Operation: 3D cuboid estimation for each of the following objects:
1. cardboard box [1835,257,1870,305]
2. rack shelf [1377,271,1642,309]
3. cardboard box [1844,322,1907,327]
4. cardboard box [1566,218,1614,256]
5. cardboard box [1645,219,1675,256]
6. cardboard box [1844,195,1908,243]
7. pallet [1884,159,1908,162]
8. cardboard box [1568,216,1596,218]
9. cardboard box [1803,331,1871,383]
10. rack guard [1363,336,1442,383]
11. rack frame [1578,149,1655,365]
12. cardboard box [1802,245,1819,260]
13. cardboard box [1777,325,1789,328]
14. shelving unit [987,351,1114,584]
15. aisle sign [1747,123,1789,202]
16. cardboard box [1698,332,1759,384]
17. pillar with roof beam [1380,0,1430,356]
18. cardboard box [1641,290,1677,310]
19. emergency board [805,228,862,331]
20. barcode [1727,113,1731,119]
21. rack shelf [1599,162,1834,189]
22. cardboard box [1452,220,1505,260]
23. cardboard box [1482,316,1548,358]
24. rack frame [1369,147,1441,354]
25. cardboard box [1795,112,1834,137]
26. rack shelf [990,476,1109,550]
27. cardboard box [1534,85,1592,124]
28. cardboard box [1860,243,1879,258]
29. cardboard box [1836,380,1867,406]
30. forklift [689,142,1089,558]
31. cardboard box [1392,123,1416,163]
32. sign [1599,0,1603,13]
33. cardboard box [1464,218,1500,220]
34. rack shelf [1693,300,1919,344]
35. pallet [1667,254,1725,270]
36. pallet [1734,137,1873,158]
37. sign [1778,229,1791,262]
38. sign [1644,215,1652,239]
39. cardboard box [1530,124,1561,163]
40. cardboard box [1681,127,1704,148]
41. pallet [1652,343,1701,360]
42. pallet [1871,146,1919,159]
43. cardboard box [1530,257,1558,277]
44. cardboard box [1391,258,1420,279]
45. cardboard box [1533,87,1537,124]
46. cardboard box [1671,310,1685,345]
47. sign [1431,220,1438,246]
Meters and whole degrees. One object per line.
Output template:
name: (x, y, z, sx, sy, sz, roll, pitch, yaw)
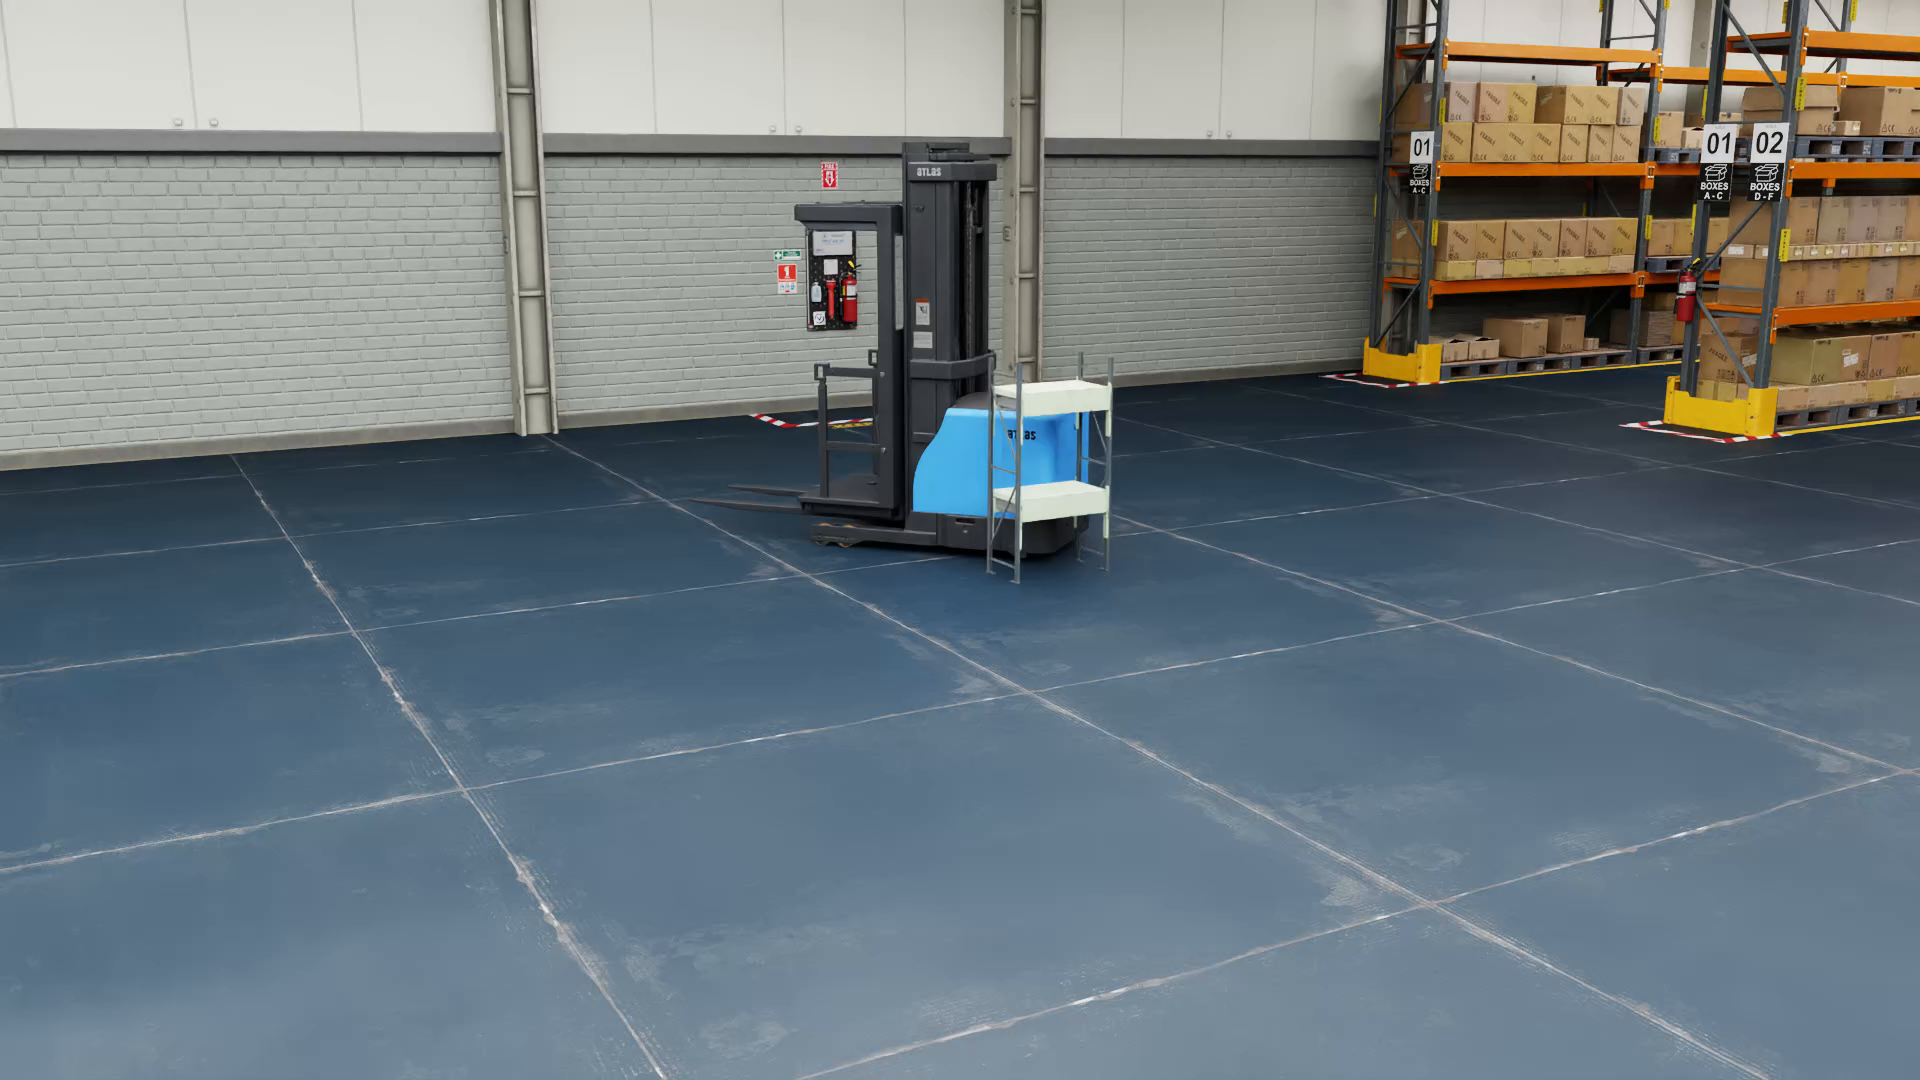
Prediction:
cardboard box: (9.519, -2.876, 18.331, 0.500, 0.500, 0.700, -7, 14, -27)
rack shelf: (7.584, -3.487, 22.912, 4.000, 0.370, 1.077, -7, 14, -28)
cardboard box: (10.724, -2.281, 19.512, 0.500, 0.500, 0.500, -7, 14, -28)
cardboard box: (8.637, -4.188, 22.975, 0.500, 0.500, 0.500, -7, 14, -28)
cardboard box: (9.803, -4.359, 23.917, 0.500, 0.500, 0.700, -7, 14, -28)
cardboard box: (10.008, -3.570, 18.457, 0.500, 0.500, 0.700, -7, 14, -28)
pallet: (15.580, -6.154, 26.728, 1.217, 0.209, 0.805, -8, 15, -30)
cardboard box: (8.827, -4.342, 23.659, 0.500, 0.500, 0.500, -7, 15, -29)
cardboard box: (9.653, -2.025, 18.371, 0.500, 0.500, 0.500, -7, 14, -28)
rack guard: (5.895, -2.416, 22.208, 0.348, 0.500, 1.175, -7, 14, -28)
rack frame: (9.340, -4.049, 23.767, 0.127, 3.000, 1.000, -7, 14, -28)
cardboard box: (8.884, -3.067, 17.700, 0.250, 0.149, 0.380, -7, 15, -29)
cardboard box: (12.244, -3.379, 25.482, 0.500, 0.500, 0.700, -7, 14, -27)
shelving unit: (0.617, -0.511, 11.459, 0.755, 1.500, 0.431, -7, 15, -29)
aisle sign: (8.295, -3.876, 17.079, 0.004, 0.787, 0.394, -7, 14, -28)
cardboard box: (8.534, -2.017, 18.336, 0.500, 0.500, 0.500, -7, 14, -28)
pillar with roof beam: (8.091, -5.965, 18.620, 0.400, 9.000, 9.100, -7, 14, -28)
cardboard box: (10.363, -3.537, 24.478, 0.500, 0.250, 0.500, -7, 15, -29)
emergency board: (-1.425, -2.984, 19.038, 0.643, 1.169, 0.194, -7, 14, -28)
barcode: (8.239, -4.545, 17.819, 0.075, 0.075, 0.001, -7, 14, -28)
rack shelf: (11.095, -5.372, 24.452, 4.000, 0.370, 1.077, -7, 14, -28)
cardboard box: (6.830, -3.973, 22.018, 0.500, 0.500, 0.500, -7, 14, -28)
cardboard box: (7.647, -2.806, 22.937, 0.500, 0.500, 0.700, -8, 15, -31)
rack frame: (5.829, -3.628, 21.898, 0.127, 3.000, 1.000, -7, 14, -28)
cardboard box: (9.090, -4.509, 18.047, 0.500, 0.250, 0.500, -7, 14, -28)
rack shelf: (0.617, -0.193, 11.532, 0.720, 0.370, 0.431, -7, 15, -29)
cardboard box: (8.100, -5.837, 22.331, 0.500, 0.500, 0.500, -7, 15, -30)
cardboard box: (9.783, -3.175, 18.178, 0.250, 0.149, 0.380, -7, 14, -29)
cardboard box: (9.659, -1.656, 18.444, 0.500, 0.250, 0.500, -7, 14, -28)
forklift: (-0.587, -1.478, 12.502, 3.031, 2.935, 1.130, 5, 14, 20)
cardboard box: (6.074, -5.243, 21.967, 0.500, 0.500, 0.500, -6, 14, -24)
sign: (9.069, -7.615, 23.461, 0.005, 0.325, 0.100, -7, 14, -28)
cardboard box: (7.039, -4.127, 22.704, 0.500, 0.500, 0.500, -7, 15, -29)
rack shelf: (9.961, -2.533, 18.671, 4.000, 0.370, 1.077, -7, 14, -28)
pallet: (11.133, -4.160, 24.698, 1.213, 0.211, 1.003, -7, 14, -28)
pallet: (8.838, -4.163, 17.646, 1.213, 0.211, 1.003, -7, 14, -28)
sign: (8.466, -3.027, 17.076, 0.005, 0.325, 0.100, -7, 14, -28)
sign: (9.606, -4.367, 23.211, 0.005, 0.325, 0.100, -7, 14, -28)
cardboard box: (7.644, -5.302, 22.233, 0.500, 0.500, 0.500, -6, 14, -24)
cardboard box: (10.398, -5.780, 23.877, 0.500, 0.311, 0.500, -6, 14, -26)
pallet: (11.094, -2.900, 25.013, 1.213, 0.211, 1.003, -7, 14, -28)
pallet: (10.980, -4.420, 18.787, 1.213, 0.211, 1.003, -7, 14, -28)
cardboard box: (7.753, -3.717, 22.591, 0.500, 0.250, 0.500, -7, 14, -27)
cardboard box: (6.146, -3.651, 22.296, 0.500, 0.250, 0.500, -7, 14, -27)
cardboard box: (7.444, -5.892, 22.575, 0.500, 0.500, 0.500, -7, 14, -28)
cardboard box: (10.407, -3.189, 24.636, 0.500, 0.500, 0.700, -7, 15, -29)
sign: (6.089, -3.946, 21.338, 0.005, 0.325, 0.100, -7, 14, -28)
